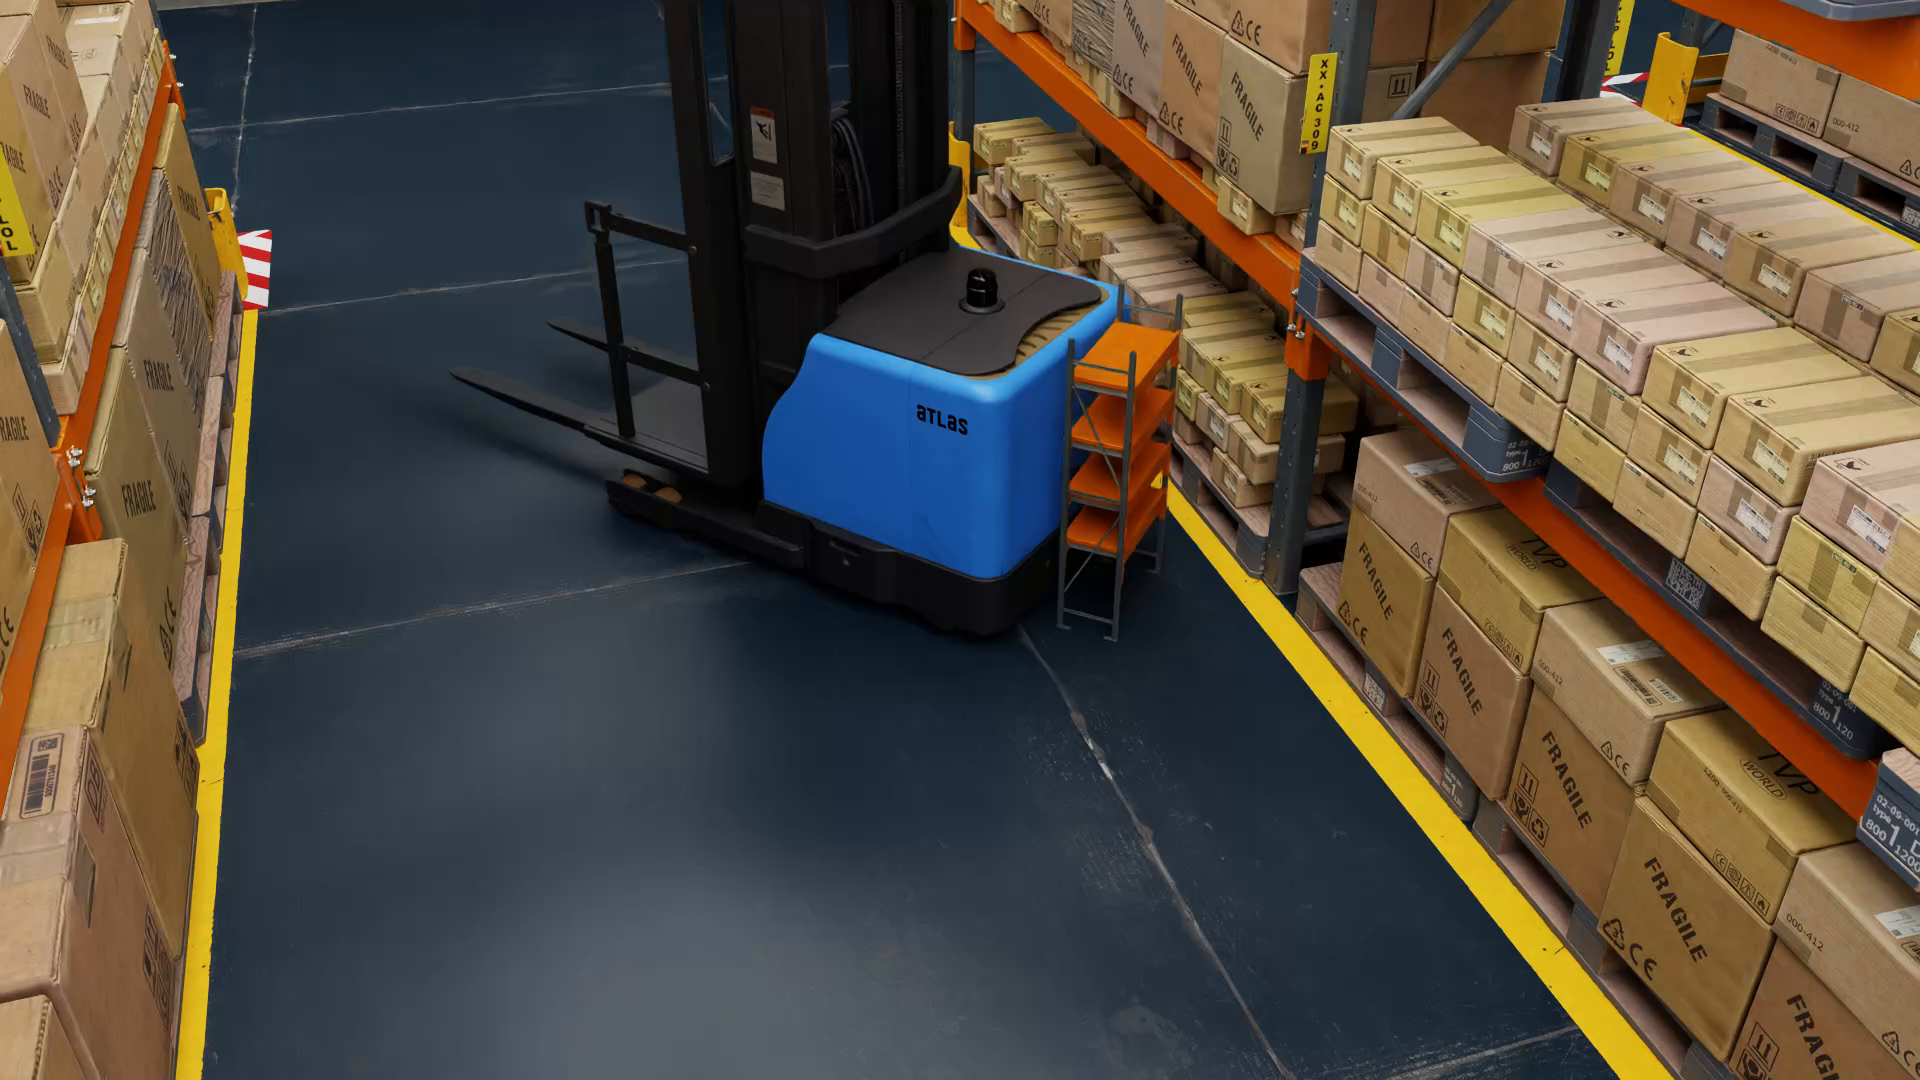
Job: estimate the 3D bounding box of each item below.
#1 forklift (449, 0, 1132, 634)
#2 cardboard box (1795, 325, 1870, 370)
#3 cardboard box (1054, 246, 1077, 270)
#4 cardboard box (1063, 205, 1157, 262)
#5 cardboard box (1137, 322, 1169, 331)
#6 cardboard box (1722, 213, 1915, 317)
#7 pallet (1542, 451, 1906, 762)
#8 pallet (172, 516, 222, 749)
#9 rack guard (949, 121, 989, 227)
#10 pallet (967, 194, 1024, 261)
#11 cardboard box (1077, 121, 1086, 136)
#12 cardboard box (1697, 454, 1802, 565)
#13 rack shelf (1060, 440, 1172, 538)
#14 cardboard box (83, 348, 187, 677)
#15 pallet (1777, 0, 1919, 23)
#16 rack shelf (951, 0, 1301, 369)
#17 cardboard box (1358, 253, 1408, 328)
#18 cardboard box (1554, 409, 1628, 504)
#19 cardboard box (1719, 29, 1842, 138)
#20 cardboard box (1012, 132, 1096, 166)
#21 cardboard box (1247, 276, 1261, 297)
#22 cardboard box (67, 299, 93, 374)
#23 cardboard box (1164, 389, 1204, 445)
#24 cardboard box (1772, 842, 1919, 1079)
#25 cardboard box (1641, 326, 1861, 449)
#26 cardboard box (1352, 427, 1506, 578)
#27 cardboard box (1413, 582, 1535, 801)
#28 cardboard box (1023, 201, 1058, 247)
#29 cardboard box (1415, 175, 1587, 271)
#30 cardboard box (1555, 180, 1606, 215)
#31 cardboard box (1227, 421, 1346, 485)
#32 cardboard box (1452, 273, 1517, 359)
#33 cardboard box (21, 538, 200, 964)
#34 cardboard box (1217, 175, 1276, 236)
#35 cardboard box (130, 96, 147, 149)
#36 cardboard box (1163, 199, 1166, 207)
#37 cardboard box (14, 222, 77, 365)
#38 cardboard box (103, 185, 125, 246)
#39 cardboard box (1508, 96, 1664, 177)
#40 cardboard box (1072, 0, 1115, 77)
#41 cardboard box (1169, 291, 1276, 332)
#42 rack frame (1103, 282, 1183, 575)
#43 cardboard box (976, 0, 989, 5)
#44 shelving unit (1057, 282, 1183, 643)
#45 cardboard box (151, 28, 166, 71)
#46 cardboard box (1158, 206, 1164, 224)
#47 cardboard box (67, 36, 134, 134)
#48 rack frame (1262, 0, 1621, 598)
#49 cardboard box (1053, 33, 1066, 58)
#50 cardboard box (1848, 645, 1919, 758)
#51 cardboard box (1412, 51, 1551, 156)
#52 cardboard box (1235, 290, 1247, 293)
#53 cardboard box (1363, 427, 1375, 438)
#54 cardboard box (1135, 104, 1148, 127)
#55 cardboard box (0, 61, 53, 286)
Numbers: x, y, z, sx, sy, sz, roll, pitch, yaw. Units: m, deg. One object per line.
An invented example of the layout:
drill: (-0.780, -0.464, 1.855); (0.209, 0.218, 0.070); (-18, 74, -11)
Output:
forklift: (-0.854, -1.492, 6.350); (3.031, 2.935, 1.130); (20, 38, 27)
cardboard box: (2.391, -0.471, 4.319); (0.380, 0.149, 0.250); (-10, 35, -15)
cardboard box: (0.694, -1.377, 8.318); (0.380, 0.149, 0.250); (-10, 35, -15)
cardboard box: (0.713, -1.458, 7.901); (0.380, 0.149, 0.250); (-9, 35, -14)
cardboard box: (1.005, -0.922, 7.359); (0.380, 0.149, 0.250); (-9, 35, -14)
cardboard box: (2.296, -0.740, 4.456); (0.380, 0.149, 0.250); (-11, 35, -16)
pallet: (2.254, 0.004, 4.197); (1.003, 0.211, 1.213); (-10, 35, -15)
pallet: (-3.235, 0.389, 5.971); (1.003, 0.211, 1.213); (-10, 35, -15)
rack guard: (0.479, -2.161, 9.567); (1.175, 0.500, 0.348); (-10, 35, -15)
pallet: (0.694, -1.608, 8.992); (1.003, 0.211, 1.213); (-10, 35, -15)
cardboard box: (0.859, -2.242, 9.088); (0.380, 0.149, 0.250); (-10, 35, -14)
cardboard box: (1.917, -0.098, 3.754); (0.380, 0.149, 0.250); (-9, 35, -14)
rack shelf: (0.578, -0.216, 6.110); (0.258, 0.148, 0.480); (14, 36, 20)
cardboard box: (-3.203, -0.011, 5.592); (0.875, 0.875, 0.875); (-10, 35, -15)
pallet: (2.083, -1.431, 3.644); (1.213, 0.211, 1.003); (-10, 35, -15)
rack shelf: (1.066, -1.893, 7.547); (1.077, 0.370, 4.000); (-10, 35, -15)
cardboard box: (1.449, -0.785, 5.064); (0.380, 0.149, 0.250); (-9, 35, -14)
cardboard box: (1.762, -0.245, 4.247); (0.380, 0.149, 0.250); (-11, 35, -16)
cardboard box: (5.436, -2.906, 10.369); (0.875, 0.438, 0.875); (-11, 35, -16)
cardboard box: (0.491, -2.021, 8.753); (0.380, 0.149, 0.250); (-9, 35, -14)
cardboard box: (1.516, -1.153, 7.439); (0.380, 0.149, 0.250); (-9, 35, -14)
cardboard box: (-2.932, -0.607, 5.175); (0.380, 0.149, 0.250); (-11, 35, -16)
cardboard box: (1.091, -0.556, 7.076); (0.380, 0.149, 0.250); (-11, 35, -16)
cardboard box: (2.274, 0.933, 3.823); (0.500, 0.250, 0.500); (-10, 35, -14)
cardboard box: (1.840, -0.358, 3.879); (0.380, 0.149, 0.250); (-9, 35, -13)
cardboard box: (1.650, -0.156, 5.472); (0.500, 0.250, 0.500); (-12, 35, -17)
cardboard box: (1.812, 0.434, 5.258); (0.500, 0.500, 0.500); (-8, 34, -13)
cardboard box: (0.535, -1.615, 8.409); (0.380, 0.149, 0.250); (-9, 34, -13)
cardboard box: (1.525, -0.898, 4.695); (0.380, 0.149, 0.250); (-10, 35, -14)
cardboard box: (2.067, -1.024, 5.156); (0.380, 0.149, 0.250); (-10, 35, -14)
cardboard box: (1.278, -0.365, 6.517); (0.380, 0.149, 0.250); (-9, 35, -14)
cardboard box: (1.599, -0.646, 4.584); (0.380, 0.149, 0.250); (-11, 35, -17)
cardboard box: (-2.864, 0.681, 4.544); (1.225, 0.875, 0.875); (-10, 35, -15)
cardboard box: (1.184, -1.266, 6.173); (0.380, 0.149, 0.250); (-11, 35, -16)
cardboard box: (-3.563, -1.690, 6.815); (0.380, 0.149, 0.250); (-11, 35, -16)
cardboard box: (1.235, -1.708, 8.279); (0.380, 0.149, 0.250); (-9, 34, -13)
cardboard box: (-2.972, -0.715, 4.977); (0.500, 0.250, 0.500); (-11, 35, -16)
cardboard box: (-3.247, -1.149, 5.996); (0.380, 0.149, 0.250); (-10, 35, -14)
cardboard box: (1.985, -1.284, 5.280); (0.380, 0.149, 0.250); (-8, 34, -13)
cardboard box: (0.816, -2.325, 7.187); (0.500, 0.500, 0.500); (-11, 35, -16)
cardboard box: (1.117, -0.927, 7.097); (0.380, 0.149, 0.250); (-9, 34, -13)
rack frame: (0.680, -0.394, 6.258); (0.240, 1.200, 0.015); (14, 36, 20)
cardboard box: (0.243, -2.914, 8.666); (0.380, 0.149, 0.250); (-10, 35, -15)
shelving unit: (0.578, -0.272, 6.073); (0.258, 1.200, 0.503); (14, 36, 20)
cardboard box: (-3.876, -2.226, 7.626); (0.380, 0.149, 0.250); (-9, 35, -14)
cardboard box: (1.220, -1.582, 8.359); (0.380, 0.149, 0.250); (-10, 35, -14)
cardboard box: (-3.588, -1.781, 6.590); (0.500, 0.250, 0.500); (-11, 35, -16)
rack frame: (1.676, -1.143, 5.760); (1.000, 3.000, 0.127); (-10, 35, -15)
cardboard box: (0.660, -2.377, 7.854); (0.380, 0.149, 0.250); (-10, 35, -15)
cardboard box: (2.083, 0.307, 3.411); (0.380, 0.149, 0.250); (-10, 35, -15)
cardboard box: (1.765, -1.612, 6.108); (0.500, 0.500, 0.500); (-11, 35, -16)
cardboard box: (1.458, -1.028, 7.520); (0.380, 0.149, 0.250); (-8, 34, -13)
cardboard box: (1.871, -0.374, 6.801); (0.380, 0.149, 0.250); (-12, 35, -17)
cardboard box: (0.966, -1.836, 7.036); (0.380, 0.149, 0.250); (-11, 35, -15)
cardboard box: (-2.981, -1.031, 4.776); (0.500, 0.500, 0.500); (-10, 35, -15)
